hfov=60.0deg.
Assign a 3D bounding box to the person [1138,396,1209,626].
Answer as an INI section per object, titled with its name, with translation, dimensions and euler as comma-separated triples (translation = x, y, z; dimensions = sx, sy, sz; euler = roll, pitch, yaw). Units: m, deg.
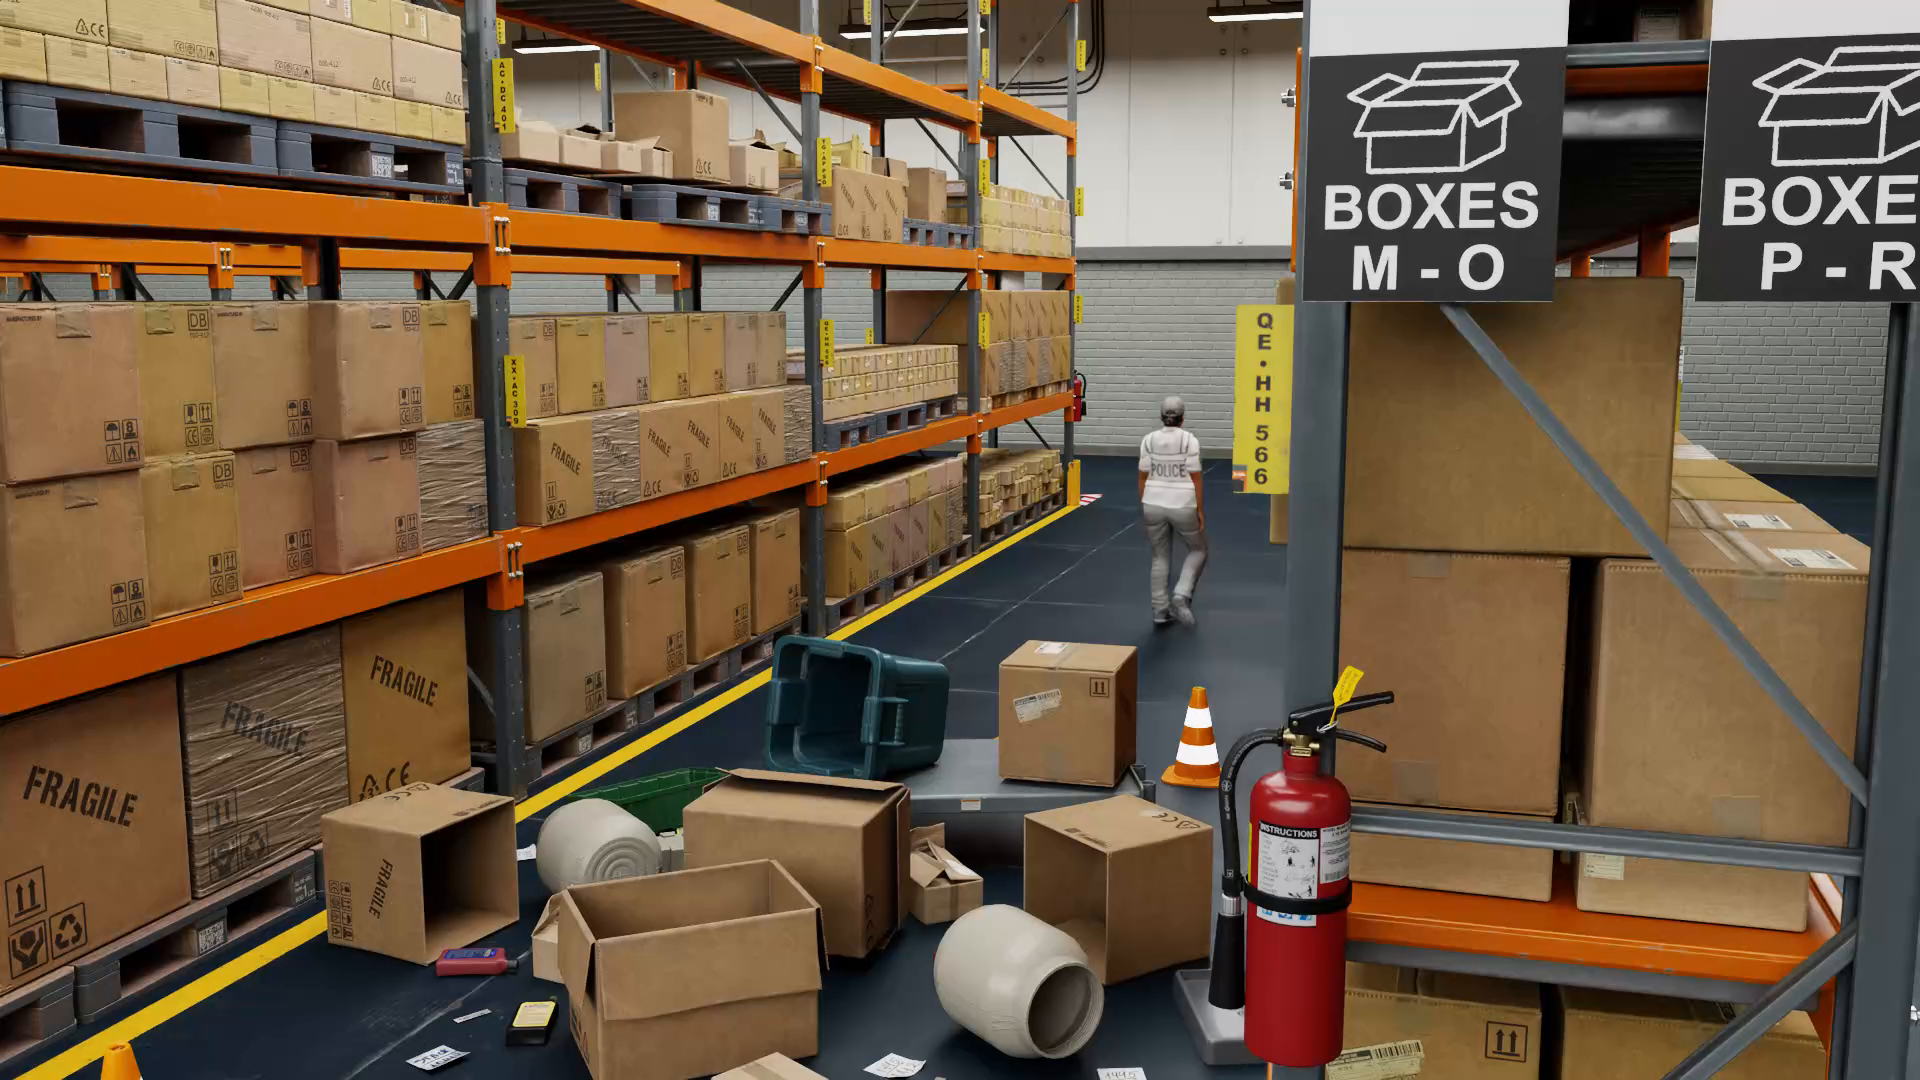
[person]
translation = 1.555, -0.211, 12.122
dimensions = 0.505, 1.679, 0.454
euler = 3, 9, 22
